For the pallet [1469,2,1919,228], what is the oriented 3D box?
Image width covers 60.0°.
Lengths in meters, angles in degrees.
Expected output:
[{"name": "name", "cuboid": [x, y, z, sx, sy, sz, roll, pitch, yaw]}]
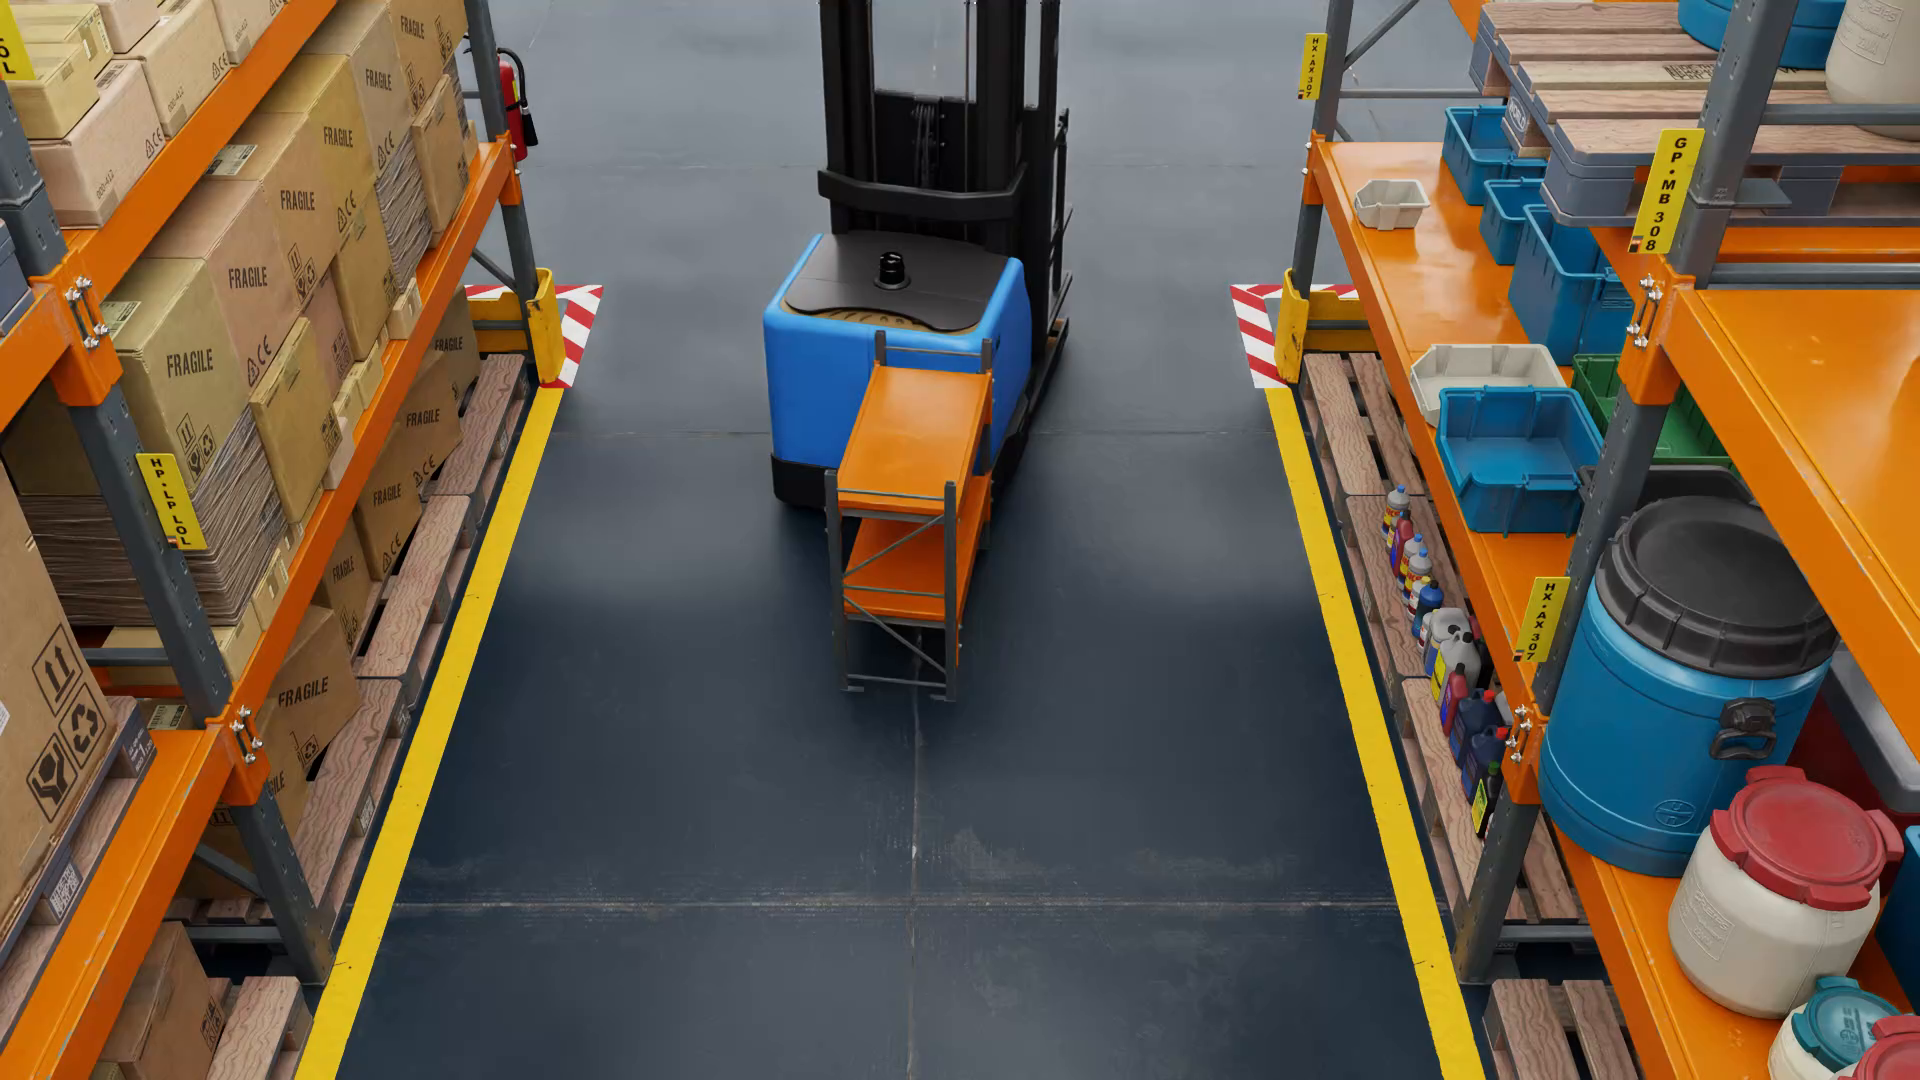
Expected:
[{"name": "pallet", "cuboid": [2.142, -1.200, 4.601, 1.213, 0.211, 1.003, 0, 39, 0]}]

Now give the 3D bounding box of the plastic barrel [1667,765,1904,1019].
[{"name": "plastic barrel", "cuboid": [2.022, 0.894, 4.127, 0.433, 0.535, 0.433, 0, 39, 0]}]

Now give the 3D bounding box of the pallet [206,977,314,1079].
[{"name": "pallet", "cuboid": [-2.710, 1.927, 5.177, 1.003, 0.211, 1.213, 0, 39, 0]}]

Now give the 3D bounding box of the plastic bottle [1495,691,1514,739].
[{"name": "plastic bottle", "cuboid": [2.100, 0.701, 6.303, 0.152, 0.276, 0.135, 0, 39, 0]}]

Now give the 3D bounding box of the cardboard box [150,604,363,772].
[{"name": "cardboard box", "cuboid": [-2.681, 0.555, 6.322, 0.500, 0.500, 0.500, 12, 40, 14]}]

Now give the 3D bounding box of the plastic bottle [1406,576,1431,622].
[{"name": "plastic bottle", "cuboid": [1.927, 0.240, 6.938, 0.097, 0.201, 0.097, 0, 39, 0]}]

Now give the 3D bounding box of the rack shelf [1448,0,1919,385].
[{"name": "rack shelf", "cuboid": [2.238, -1.792, 5.764, 1.077, 0.370, 4.000, 0, 39, 0]}]

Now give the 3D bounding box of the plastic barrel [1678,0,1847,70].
[{"name": "plastic barrel", "cuboid": [2.347, -1.804, 4.467, 0.600, 0.901, 0.708, 0, 39, 0]}]

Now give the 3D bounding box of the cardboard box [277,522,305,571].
[{"name": "cardboard box", "cuboid": [-2.427, 0.003, 5.549, 0.380, 0.149, 0.250, 0, 39, 0]}]

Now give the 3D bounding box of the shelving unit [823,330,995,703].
[{"name": "shelving unit", "cuboid": [-0.188, -0.108, 6.986, 0.538, 1.125, 1.048, 5, 39, 7]}]

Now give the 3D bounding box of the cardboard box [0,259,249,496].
[{"name": "cardboard box", "cuboid": [-2.459, -0.475, 4.827, 0.500, 0.500, 0.500, 0, 39, 0]}]

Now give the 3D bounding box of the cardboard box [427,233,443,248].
[{"name": "cardboard box", "cuboid": [-2.474, -1.404, 7.305, 0.380, 0.149, 0.250, 0, 39, 0]}]

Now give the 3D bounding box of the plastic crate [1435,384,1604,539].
[{"name": "plastic crate", "cuboid": [1.968, -0.286, 5.827, 0.499, 0.251, 0.616, 0, 39, 0]}]

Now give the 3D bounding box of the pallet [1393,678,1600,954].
[{"name": "pallet", "cuboid": [2.282, 1.016, 6.313, 1.003, 0.211, 1.213, 0, 39, 0]}]

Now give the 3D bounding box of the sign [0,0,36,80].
[{"name": "sign", "cuboid": [-2.157, -1.177, 3.693, 0.100, 0.325, 0.005, 0, 39, 0]}]

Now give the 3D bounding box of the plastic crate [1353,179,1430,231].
[{"name": "plastic crate", "cuboid": [1.915, -1.490, 7.422, 0.298, 0.136, 0.250, 0, 39, 0]}]

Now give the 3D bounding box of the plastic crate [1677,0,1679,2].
[{"name": "plastic crate", "cuboid": [2.511, -1.726, 5.276, 0.336, 0.188, 0.450, 0, 39, 0]}]

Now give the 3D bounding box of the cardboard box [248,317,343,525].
[{"name": "cardboard box", "cuboid": [-2.616, -0.397, 5.529, 0.875, 0.500, 0.500, 0, 39, 0]}]

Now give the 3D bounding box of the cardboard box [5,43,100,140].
[{"name": "cardboard box", "cuboid": [-2.405, -1.119, 4.150, 0.380, 0.149, 0.250, -1, 39, -1]}]

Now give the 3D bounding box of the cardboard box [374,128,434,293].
[{"name": "cardboard box", "cuboid": [-2.666, -1.335, 6.700, 0.875, 0.500, 0.500, 0, 39, 0]}]

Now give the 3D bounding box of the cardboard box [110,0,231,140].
[{"name": "cardboard box", "cuboid": [-2.462, -1.373, 4.785, 0.500, 0.250, 0.500, 0, 39, 0]}]

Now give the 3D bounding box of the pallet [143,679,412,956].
[{"name": "pallet", "cuboid": [-2.748, 1.020, 6.308, 1.003, 0.211, 1.213, 0, 39, 0]}]

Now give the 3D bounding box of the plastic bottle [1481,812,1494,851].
[{"name": "plastic bottle", "cuboid": [1.929, 1.042, 5.937, 0.097, 0.201, 0.097, 0, 39, 0]}]

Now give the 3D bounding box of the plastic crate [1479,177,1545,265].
[{"name": "plastic crate", "cuboid": [2.531, -1.376, 7.188, 0.499, 0.251, 0.408, 0, 39, 0]}]

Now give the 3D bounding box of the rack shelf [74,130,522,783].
[{"name": "rack shelf", "cuboid": [-2.715, -0.618, 6.698, 1.077, 0.370, 4.000, 0, 39, 0]}]

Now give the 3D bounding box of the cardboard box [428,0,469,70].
[{"name": "cardboard box", "cuboid": [-2.469, -2.351, 7.168, 0.500, 0.500, 0.500, 0, 39, 0]}]

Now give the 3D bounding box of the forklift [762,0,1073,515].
[{"name": "forklift", "cuboid": [-0.030, -2.115, 8.045, 1.130, 2.935, 3.031, 9, 40, 11]}]

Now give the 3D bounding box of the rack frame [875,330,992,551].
[{"name": "rack frame", "cuboid": [-0.113, -0.423, 7.378, 0.500, 1.125, 0.032, 5, 39, 7]}]

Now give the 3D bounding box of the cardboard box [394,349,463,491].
[{"name": "cardboard box", "cuboid": [-2.698, -0.574, 7.730, 0.500, 0.500, 0.500, 10, 40, 12]}]

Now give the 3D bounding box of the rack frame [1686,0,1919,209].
[{"name": "rack frame", "cuboid": [2.241, -1.993, 3.041, 1.000, 3.000, 0.127, 0, 39, 0]}]

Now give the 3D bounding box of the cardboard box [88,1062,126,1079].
[{"name": "cardboard box", "cuboid": [-2.751, 1.838, 4.705, 0.700, 0.500, 0.500, 0, 39, 0]}]

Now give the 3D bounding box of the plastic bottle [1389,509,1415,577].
[{"name": "plastic bottle", "cuboid": [1.908, 0.011, 7.158, 0.061, 0.283, 0.133, 1, 39, 1]}]

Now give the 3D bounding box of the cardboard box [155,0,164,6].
[{"name": "cardboard box", "cuboid": [-2.495, -1.609, 4.762, 0.380, 0.149, 0.250, 1, 39, 1]}]

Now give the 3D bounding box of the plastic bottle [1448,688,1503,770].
[{"name": "plastic bottle", "cuboid": [1.951, 0.688, 6.260, 0.144, 0.351, 0.185, -2, 39, -2]}]

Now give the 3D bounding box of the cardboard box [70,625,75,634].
[{"name": "cardboard box", "cuboid": [-3.007, 0.316, 5.158, 0.380, 0.149, 0.250, 0, 39, 0]}]

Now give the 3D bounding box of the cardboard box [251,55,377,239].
[{"name": "cardboard box", "cuboid": [-2.472, -1.413, 5.997, 0.500, 0.500, 0.500, 0, 39, 0]}]

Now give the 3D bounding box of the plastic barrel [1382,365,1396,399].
[{"name": "plastic barrel", "cuboid": [2.313, -0.935, 8.171, 0.421, 0.512, 0.421, 0, 39, 0]}]

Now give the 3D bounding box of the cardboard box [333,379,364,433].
[{"name": "cardboard box", "cuboid": [-2.438, -0.466, 6.134, 0.380, 0.149, 0.250, 0, 39, 0]}]

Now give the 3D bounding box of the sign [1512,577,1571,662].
[{"name": "sign", "cuboid": [1.690, 0.234, 4.838, 0.100, 0.325, 0.005, 0, 39, 0]}]

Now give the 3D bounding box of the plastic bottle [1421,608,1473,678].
[{"name": "plastic bottle", "cuboid": [1.955, 0.413, 6.662, 0.152, 0.276, 0.135, 1, 39, 1]}]

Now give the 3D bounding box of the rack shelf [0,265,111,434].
[{"name": "rack shelf", "cuboid": [-2.710, 0.713, 2.639, 1.077, 0.370, 4.000, 0, 39, 0]}]

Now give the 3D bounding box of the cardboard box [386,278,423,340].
[{"name": "cardboard box", "cuboid": [-2.403, -0.935, 6.720, 0.380, 0.149, 0.250, 0, 39, 0]}]

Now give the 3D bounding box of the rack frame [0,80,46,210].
[{"name": "rack frame", "cuboid": [-2.712, -1.989, 3.036, 1.000, 3.000, 0.127, 0, 39, 0]}]
